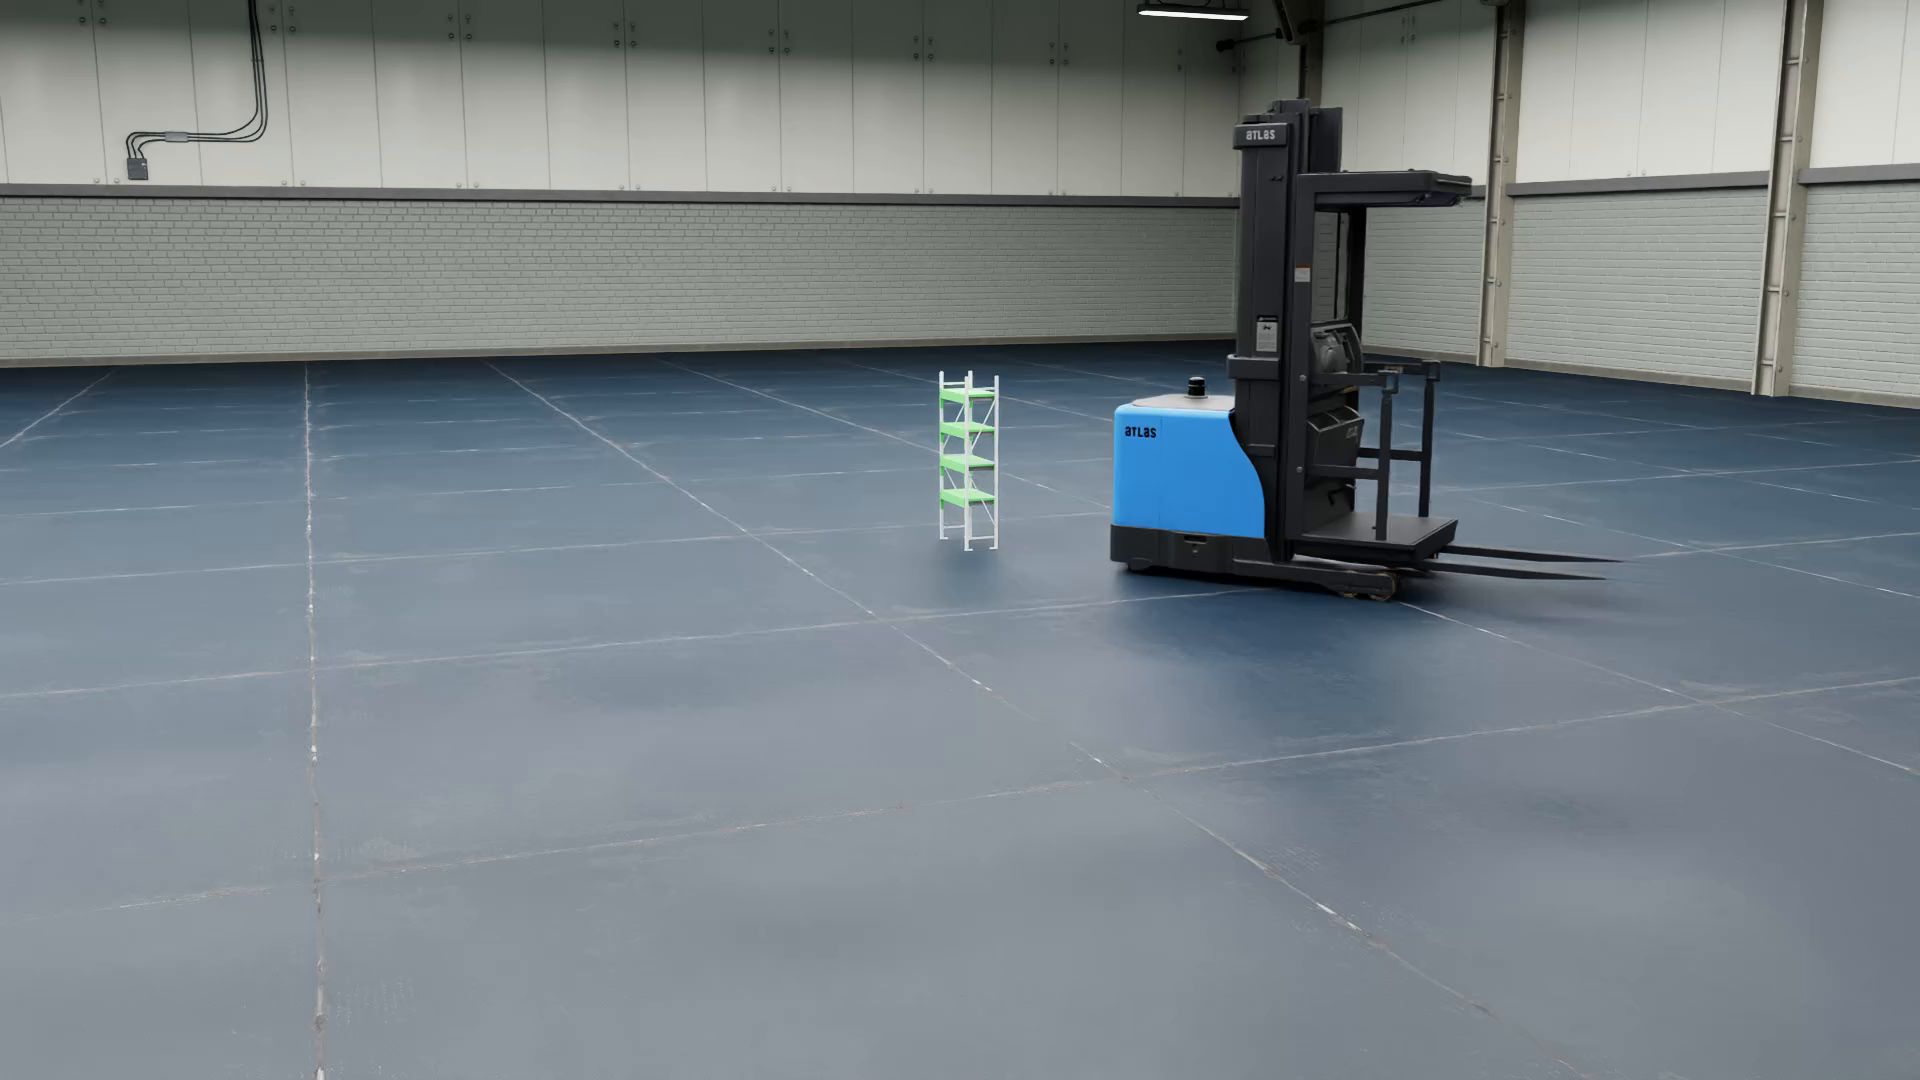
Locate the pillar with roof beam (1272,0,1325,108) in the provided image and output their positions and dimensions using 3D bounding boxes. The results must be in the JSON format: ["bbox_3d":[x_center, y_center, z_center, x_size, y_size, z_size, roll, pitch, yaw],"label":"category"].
[{"bbox_3d":[3.034,-8.156,32.074,9.100,9.000,0.548,-4,11,-21],"label":"pillar with roof beam"}]

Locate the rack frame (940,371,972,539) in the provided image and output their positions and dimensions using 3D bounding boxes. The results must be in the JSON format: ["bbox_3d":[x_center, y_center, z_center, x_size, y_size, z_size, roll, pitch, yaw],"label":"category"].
[{"bbox_3d":[-0.028,-0.604,11.887,0.240,1.200,0.015,-4,11,-21],"label":"rack frame"}]

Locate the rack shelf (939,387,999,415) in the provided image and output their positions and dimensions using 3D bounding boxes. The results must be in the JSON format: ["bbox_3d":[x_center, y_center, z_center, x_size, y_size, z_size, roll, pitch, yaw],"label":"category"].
[{"bbox_3d":[0.060,-0.973,11.590,0.258,0.148,0.480,-4,11,-21],"label":"rack shelf"}]

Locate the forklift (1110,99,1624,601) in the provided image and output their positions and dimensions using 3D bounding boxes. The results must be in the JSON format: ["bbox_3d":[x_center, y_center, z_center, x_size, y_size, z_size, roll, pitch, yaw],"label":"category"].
[{"bbox_3d":[2.510,-1.187,10.222,3.031,2.935,1.130,6,12,29],"label":"forklift"}]

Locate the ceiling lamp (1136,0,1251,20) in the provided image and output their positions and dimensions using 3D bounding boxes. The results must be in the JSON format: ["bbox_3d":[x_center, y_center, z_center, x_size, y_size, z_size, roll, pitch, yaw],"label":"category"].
[{"bbox_3d":[3.823,-10.357,27.783,2.000,3.185,0.800,-4,11,-21],"label":"ceiling lamp"}]

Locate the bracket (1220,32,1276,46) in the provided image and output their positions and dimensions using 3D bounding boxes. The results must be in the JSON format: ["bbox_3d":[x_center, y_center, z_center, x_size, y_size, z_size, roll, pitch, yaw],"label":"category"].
[{"bbox_3d":[5.920,-10.537,35.181,0.076,0.066,3.189,-4,11,-21],"label":"bracket"}]

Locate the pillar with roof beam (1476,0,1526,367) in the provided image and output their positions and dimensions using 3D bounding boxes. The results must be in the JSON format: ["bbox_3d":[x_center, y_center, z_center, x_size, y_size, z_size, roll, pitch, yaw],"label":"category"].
[{"bbox_3d":[5.208,-7.176,26.568,9.100,9.000,0.548,-4,11,-21],"label":"pillar with roof beam"}]

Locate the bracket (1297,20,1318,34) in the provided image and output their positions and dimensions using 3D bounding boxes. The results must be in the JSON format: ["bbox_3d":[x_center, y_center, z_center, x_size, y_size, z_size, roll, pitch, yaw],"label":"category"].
[{"bbox_3d":[6.866,-10.111,32.787,0.235,0.232,0.430,-4,11,-21],"label":"bracket"}]

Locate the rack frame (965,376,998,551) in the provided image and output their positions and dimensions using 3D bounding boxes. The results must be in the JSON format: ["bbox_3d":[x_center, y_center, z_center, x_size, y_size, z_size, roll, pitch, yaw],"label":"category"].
[{"bbox_3d":[0.148,-0.524,11.439,0.240,1.200,0.015,-4,11,-21],"label":"rack frame"}]

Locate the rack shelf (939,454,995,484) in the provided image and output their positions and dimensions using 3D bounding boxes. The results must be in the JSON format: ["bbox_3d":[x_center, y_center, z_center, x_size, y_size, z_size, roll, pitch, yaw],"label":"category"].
[{"bbox_3d":[0.060,-0.501,11.674,0.258,0.148,0.480,-4,11,-21],"label":"rack shelf"}]

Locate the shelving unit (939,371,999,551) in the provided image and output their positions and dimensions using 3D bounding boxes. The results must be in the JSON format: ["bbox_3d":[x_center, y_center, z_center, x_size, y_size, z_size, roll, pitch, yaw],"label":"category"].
[{"bbox_3d":[0.060,-0.564,11.663,0.258,1.200,0.503,-4,11,-21],"label":"shelving unit"}]

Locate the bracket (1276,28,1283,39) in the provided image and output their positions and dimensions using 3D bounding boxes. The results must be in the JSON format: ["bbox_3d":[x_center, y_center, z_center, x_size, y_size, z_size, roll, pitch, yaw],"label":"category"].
[{"bbox_3d":[6.565,-10.246,33.549,0.235,0.232,0.430,-4,11,-21],"label":"bracket"}]

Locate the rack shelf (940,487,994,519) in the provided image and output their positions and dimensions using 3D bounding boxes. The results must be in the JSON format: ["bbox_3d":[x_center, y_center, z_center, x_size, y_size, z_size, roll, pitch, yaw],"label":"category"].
[{"bbox_3d":[0.060,-0.265,11.716,0.258,0.148,0.480,-4,11,-21],"label":"rack shelf"}]

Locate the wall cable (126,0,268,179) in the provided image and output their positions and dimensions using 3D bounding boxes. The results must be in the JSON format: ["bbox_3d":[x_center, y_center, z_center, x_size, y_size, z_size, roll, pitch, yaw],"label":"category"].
[{"bbox_3d":[-13.294,-9.269,28.621,2.305,6.003,0.169,-4,11,-21],"label":"wall cable"}]

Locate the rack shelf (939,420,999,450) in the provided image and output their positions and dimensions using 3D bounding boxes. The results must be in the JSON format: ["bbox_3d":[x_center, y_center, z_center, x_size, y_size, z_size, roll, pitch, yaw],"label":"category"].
[{"bbox_3d":[0.060,-0.737,11.632,0.258,0.148,0.480,-4,11,-21],"label":"rack shelf"}]

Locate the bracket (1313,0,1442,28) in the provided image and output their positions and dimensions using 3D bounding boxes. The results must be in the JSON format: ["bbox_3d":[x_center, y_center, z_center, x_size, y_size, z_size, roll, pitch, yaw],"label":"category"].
[{"bbox_3d":[7.799,-9.690,30.423,0.076,0.066,4.783,-4,11,-21],"label":"bracket"}]

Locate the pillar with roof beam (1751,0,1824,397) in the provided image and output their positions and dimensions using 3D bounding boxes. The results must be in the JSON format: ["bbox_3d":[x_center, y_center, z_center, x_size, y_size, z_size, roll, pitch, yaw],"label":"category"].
[{"bbox_3d":[7.382,-6.197,21.062,9.100,9.000,0.400,-4,11,-21],"label":"pillar with roof beam"}]

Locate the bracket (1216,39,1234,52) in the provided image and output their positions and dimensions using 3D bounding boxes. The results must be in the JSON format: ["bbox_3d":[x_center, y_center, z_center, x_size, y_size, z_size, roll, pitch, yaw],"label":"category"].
[{"bbox_3d":[5.706,-10.633,35.723,0.235,0.232,0.430,-4,11,-21],"label":"bracket"}]
